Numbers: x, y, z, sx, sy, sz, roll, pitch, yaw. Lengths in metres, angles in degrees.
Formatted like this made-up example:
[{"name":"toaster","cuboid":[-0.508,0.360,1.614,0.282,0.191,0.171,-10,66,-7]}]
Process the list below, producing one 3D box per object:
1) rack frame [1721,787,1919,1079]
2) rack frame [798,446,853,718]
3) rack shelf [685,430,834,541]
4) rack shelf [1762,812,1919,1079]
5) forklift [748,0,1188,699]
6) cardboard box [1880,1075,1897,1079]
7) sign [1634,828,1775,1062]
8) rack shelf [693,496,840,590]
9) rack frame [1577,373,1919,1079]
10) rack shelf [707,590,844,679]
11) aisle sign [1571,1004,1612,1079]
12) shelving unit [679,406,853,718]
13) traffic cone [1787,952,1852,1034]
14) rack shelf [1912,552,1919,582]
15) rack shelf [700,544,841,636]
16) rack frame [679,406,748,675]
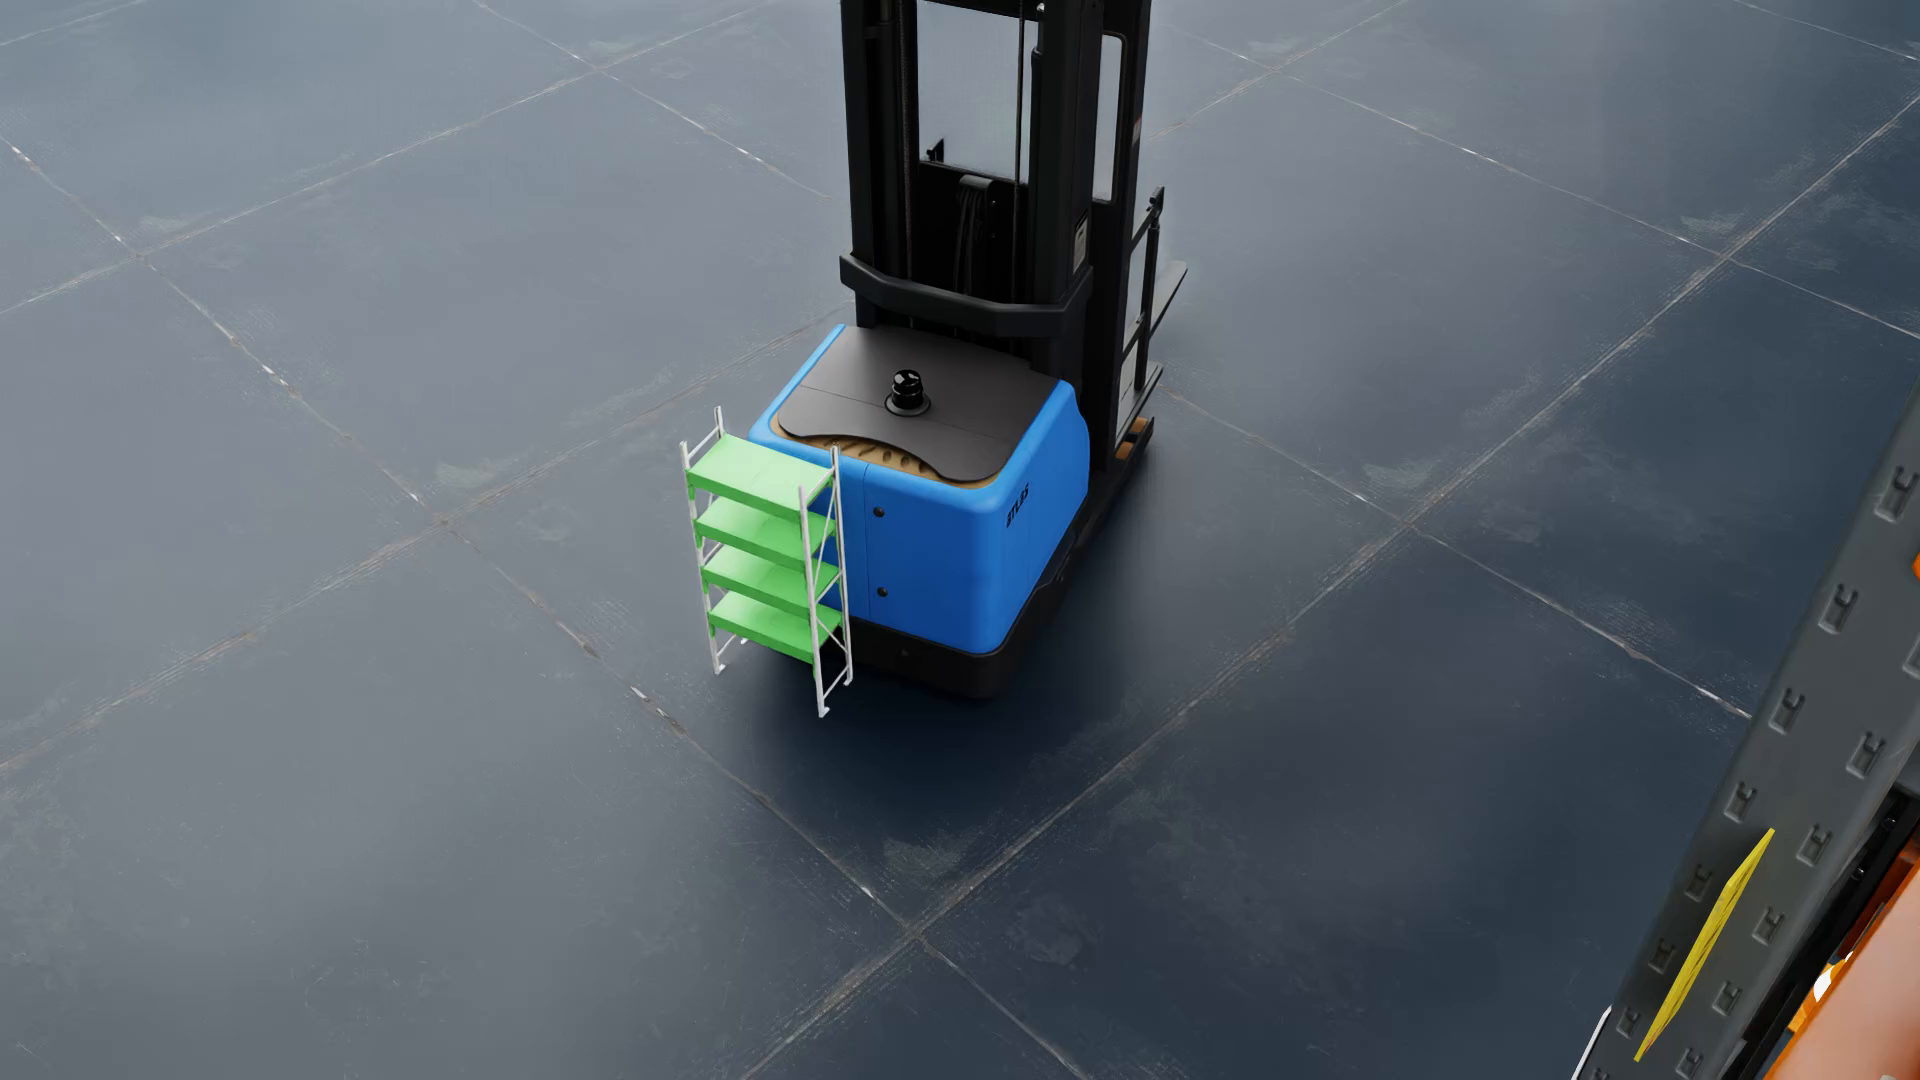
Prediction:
[{"name":"rack frame","cuboid":[1.154,1.587,3.322,1.000,3.000,0.127,-34,53,-31]},{"name":"rack frame","cuboid":[-0.491,0.182,6.167,0.015,1.200,0.240,20,47,20]},{"name":"rack shelf","cuboid":[-0.709,-0.198,5.966,0.480,0.148,0.258,20,47,20]},{"name":"rack shelf","cuboid":[2.567,1.711,1.508,1.077,0.370,4.000,-34,53,-31]},{"name":"forklift","cuboid":[0.248,-1.467,6.678,1.130,2.935,3.031,16,45,17]},{"name":"cardboard box","cuboid":[1.159,0.893,2.048,0.380,0.149,0.250,-34,53,-31]},{"name":"sign","cuboid":[0.770,0.425,1.726,0.100,0.325,0.005,-34,53,-31]},{"name":"rack shelf","cuboid":[-0.708,-0.023,6.130,0.480,0.148,0.258,20,47,20]},{"name":"rack frame","cuboid":[1.154,-0.616,1.286,1.000,3.000,0.127,-34,53,-31]},{"name":"rack shelf","cuboid":[-0.707,0.328,6.458,0.480,0.148,0.258,20,47,20]},{"name":"aisle sign","cuboid":[0.891,0.752,2.311,0.394,0.787,0.004,-34,53,-31]},{"name":"shelving unit","cuboid":[-0.708,0.106,6.250,0.503,1.200,0.258,20,47,20]},{"name":"traffic cone","cuboid":[2.917,1.412,5.381,0.336,0.463,0.334,-34,53,-31]},{"name":"rack shelf","cuboid":[2.567,0.611,0.491,1.077,0.370,4.000,-34,53,-31]},{"name":"rack shelf","cuboid":[-0.708,0.153,6.294,0.480,0.148,0.258,20,47,20]},{"name":"rack frame","cuboid":[-0.924,0.029,6.333,0.015,1.200,0.240,20,47,20]}]
